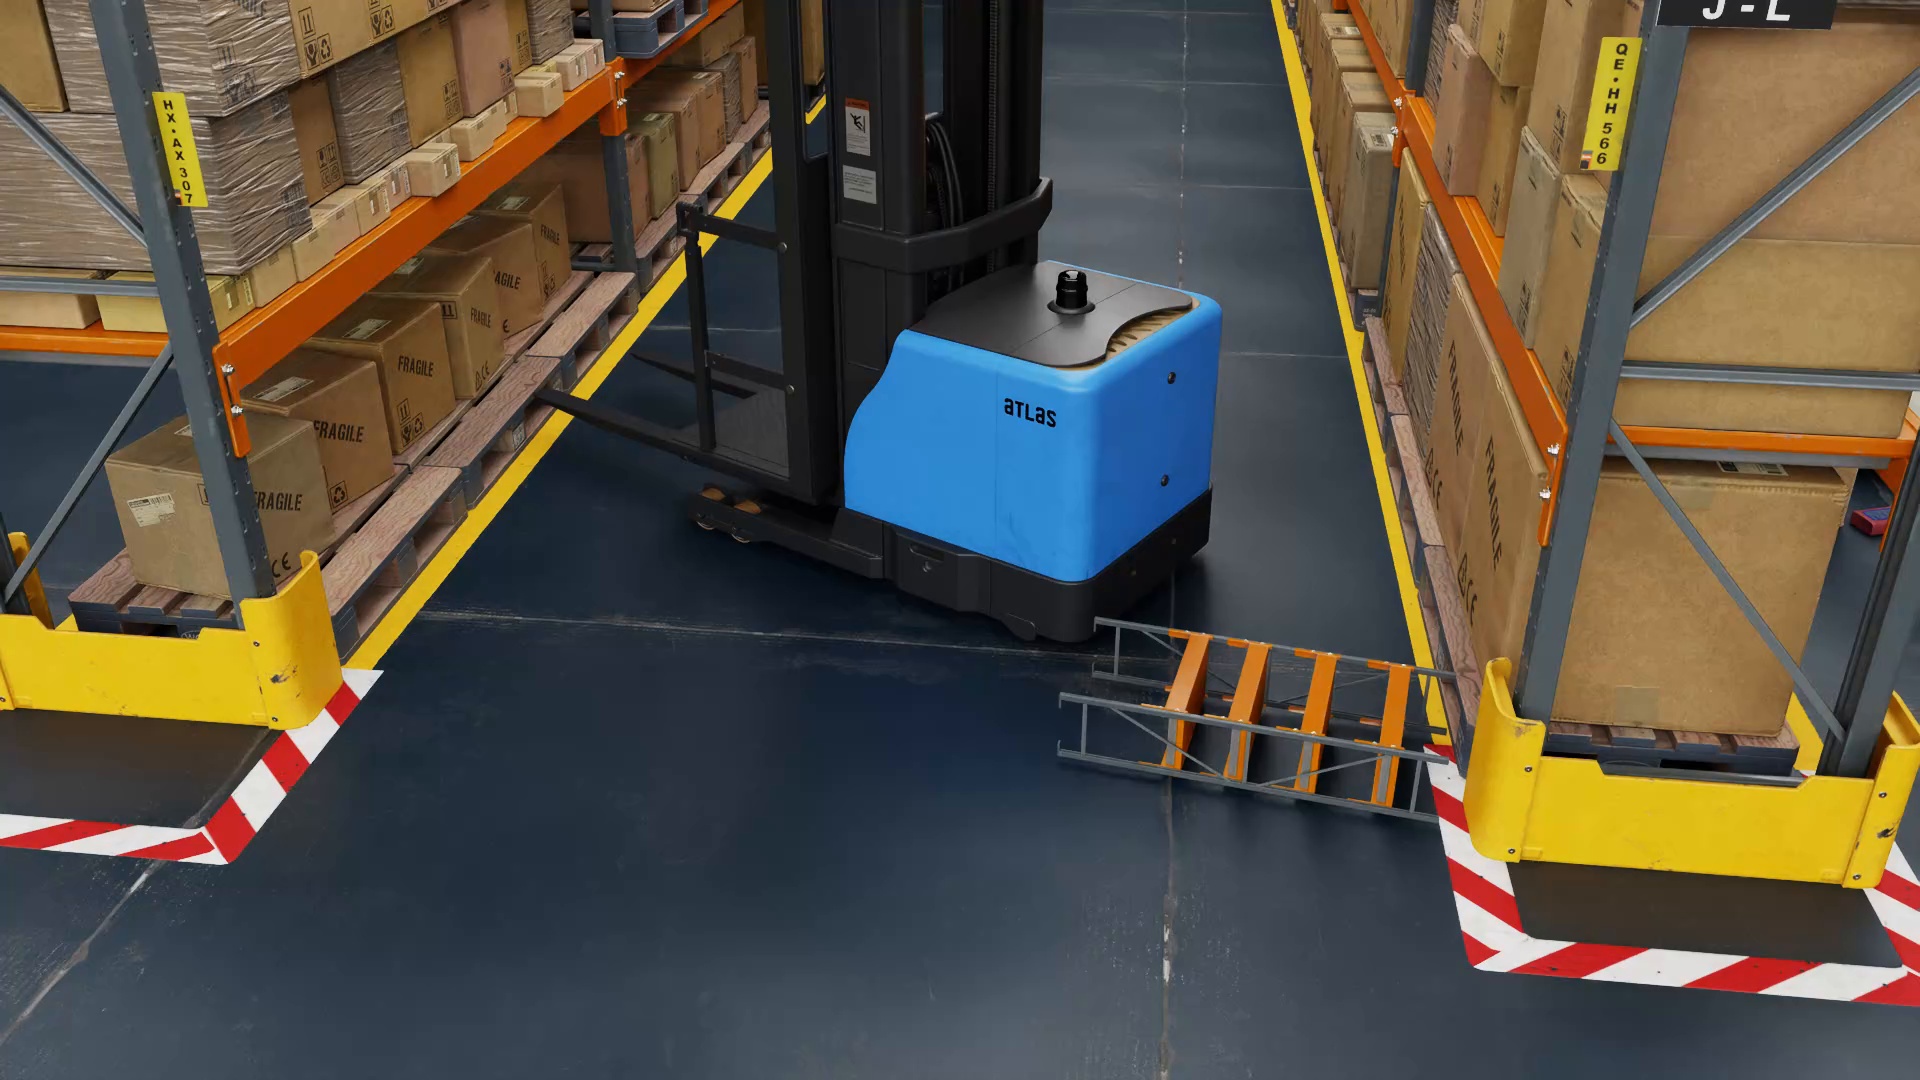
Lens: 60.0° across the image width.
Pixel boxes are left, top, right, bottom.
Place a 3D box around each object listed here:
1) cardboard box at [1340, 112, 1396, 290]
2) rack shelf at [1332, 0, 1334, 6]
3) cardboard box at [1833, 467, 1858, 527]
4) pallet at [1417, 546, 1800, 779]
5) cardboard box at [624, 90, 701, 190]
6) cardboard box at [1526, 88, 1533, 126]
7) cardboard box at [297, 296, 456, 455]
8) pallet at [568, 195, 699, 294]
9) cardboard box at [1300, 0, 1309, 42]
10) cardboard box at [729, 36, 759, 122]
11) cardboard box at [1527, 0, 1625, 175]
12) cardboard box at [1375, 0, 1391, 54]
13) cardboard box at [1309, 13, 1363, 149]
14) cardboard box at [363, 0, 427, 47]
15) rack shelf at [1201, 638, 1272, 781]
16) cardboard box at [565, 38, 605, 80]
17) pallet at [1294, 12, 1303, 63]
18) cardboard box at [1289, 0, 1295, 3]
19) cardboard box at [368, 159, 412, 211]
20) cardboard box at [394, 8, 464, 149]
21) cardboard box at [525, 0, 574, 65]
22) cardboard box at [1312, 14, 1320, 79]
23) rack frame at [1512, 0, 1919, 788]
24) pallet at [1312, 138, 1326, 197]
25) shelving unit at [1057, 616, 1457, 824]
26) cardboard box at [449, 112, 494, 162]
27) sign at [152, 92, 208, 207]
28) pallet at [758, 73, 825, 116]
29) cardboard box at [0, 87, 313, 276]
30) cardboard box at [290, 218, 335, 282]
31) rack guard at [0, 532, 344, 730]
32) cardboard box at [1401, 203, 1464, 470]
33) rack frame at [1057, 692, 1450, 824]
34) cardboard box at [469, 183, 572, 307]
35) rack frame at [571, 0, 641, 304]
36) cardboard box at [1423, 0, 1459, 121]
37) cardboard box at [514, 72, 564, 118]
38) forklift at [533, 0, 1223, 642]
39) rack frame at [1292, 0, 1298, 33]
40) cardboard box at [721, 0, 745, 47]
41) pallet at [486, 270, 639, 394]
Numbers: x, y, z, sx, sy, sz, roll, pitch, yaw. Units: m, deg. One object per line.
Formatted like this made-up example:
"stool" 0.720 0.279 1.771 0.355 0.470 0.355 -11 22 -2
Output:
"cardboard box" 2.626 -1.799 8.856 1.050 0.750 0.750 3 28 6
"rack shelf" 3.375 -4.815 13.283 1.077 0.370 4.000 3 28 6
"cardboard box" 3.468 -0.417 6.995 0.500 0.500 0.500 8 29 15
"pallet" 2.170 0.422 5.743 1.003 0.211 1.213 3 28 6
"cardboard box" -2.029 -2.511 10.420 0.700 0.500 0.500 1 28 2
"cardboard box" 2.389 -1.184 5.627 0.875 0.550 0.550 3 28 6
"cardboard box" -2.533 -0.714 7.106 0.500 0.500 0.500 6 29 11
"pallet" -2.177 -1.782 9.835 1.003 0.211 1.213 3 28 6
"cardboard box" 3.203 -4.576 14.274 0.500 0.500 0.500 5 29 8
"cardboard box" -1.843 -3.303 11.889 0.700 0.500 0.500 2 28 4
"cardboard box" 2.209 -1.402 4.894 0.875 0.550 0.550 3 28 6
"cardboard box" 2.500 -2.850 8.772 0.500 0.500 0.500 3 28 6
"cardboard box" 2.966 -3.103 11.277 1.050 0.750 0.750 3 28 6
"cardboard box" -2.295 -2.089 5.991 0.500 0.500 0.500 3 28 6
"rack shelf" 0.899 0.555 5.409 0.148 0.258 0.480 8 29 15
"cardboard box" -2.005 -2.414 8.333 0.380 0.149 0.250 3 28 6
"pallet" 3.526 -4.479 14.841 1.003 0.211 1.213 3 28 6
"cardboard box" 3.329 -5.207 15.816 0.380 0.149 0.250 4 29 7
"cardboard box" -2.343 -1.359 6.374 0.380 0.149 0.250 3 28 6
"cardboard box" -2.547 -1.902 6.699 0.875 0.500 0.500 3 28 6
"cardboard box" -2.387 -2.610 8.013 0.875 0.500 0.500 3 28 6
"cardboard box" 3.018 -3.844 12.915 0.500 0.500 0.500 4 29 8
"rack frame" 2.149 -0.424 4.375 1.000 3.000 0.127 3 28 6
"pallet" 2.958 -2.596 11.346 1.003 0.211 1.213 3 28 6
"shelving unit" 0.963 0.565 5.392 1.200 0.258 0.503 8 29 15
"cardboard box" -2.204 -1.709 7.024 0.380 0.149 0.250 3 28 6
"sign" -2.222 -1.110 4.735 0.100 0.325 0.005 3 28 6
"pallet" -1.609 -3.665 13.330 1.003 0.211 1.213 3 28 6
"cardboard box" -2.666 -1.192 5.382 0.875 0.500 0.500 3 28 6
"cardboard box" -2.394 -1.003 5.714 0.380 0.149 0.250 3 28 6
"rack guard" -2.752 0.305 5.658 1.175 0.500 0.348 3 28 6
"cardboard box" 2.386 -0.840 6.944 0.875 0.875 0.875 4 29 7
"rack frame" 0.891 0.675 5.186 1.200 0.240 0.015 8 29 15
"cardboard box" -2.360 -1.541 8.641 0.500 0.500 0.500 3 28 5
"rack frame" -2.271 -2.643 8.493 1.000 3.000 0.127 3 28 6
"cardboard box" 2.606 -2.199 7.511 0.875 0.550 0.550 3 28 6
"cardboard box" -2.056 -2.059 7.674 0.380 0.149 0.250 3 28 6
"forklift" -0.507 -1.463 6.376 3.031 2.935 1.130 19 34 31
"rack frame" 3.620 -6.073 14.860 1.000 3.000 0.127 3 28 6
"cardboard box" -1.833 -3.632 11.710 0.500 0.250 0.500 4 29 8
"pallet" -2.318 -1.097 8.564 1.003 0.211 1.213 3 28 6
